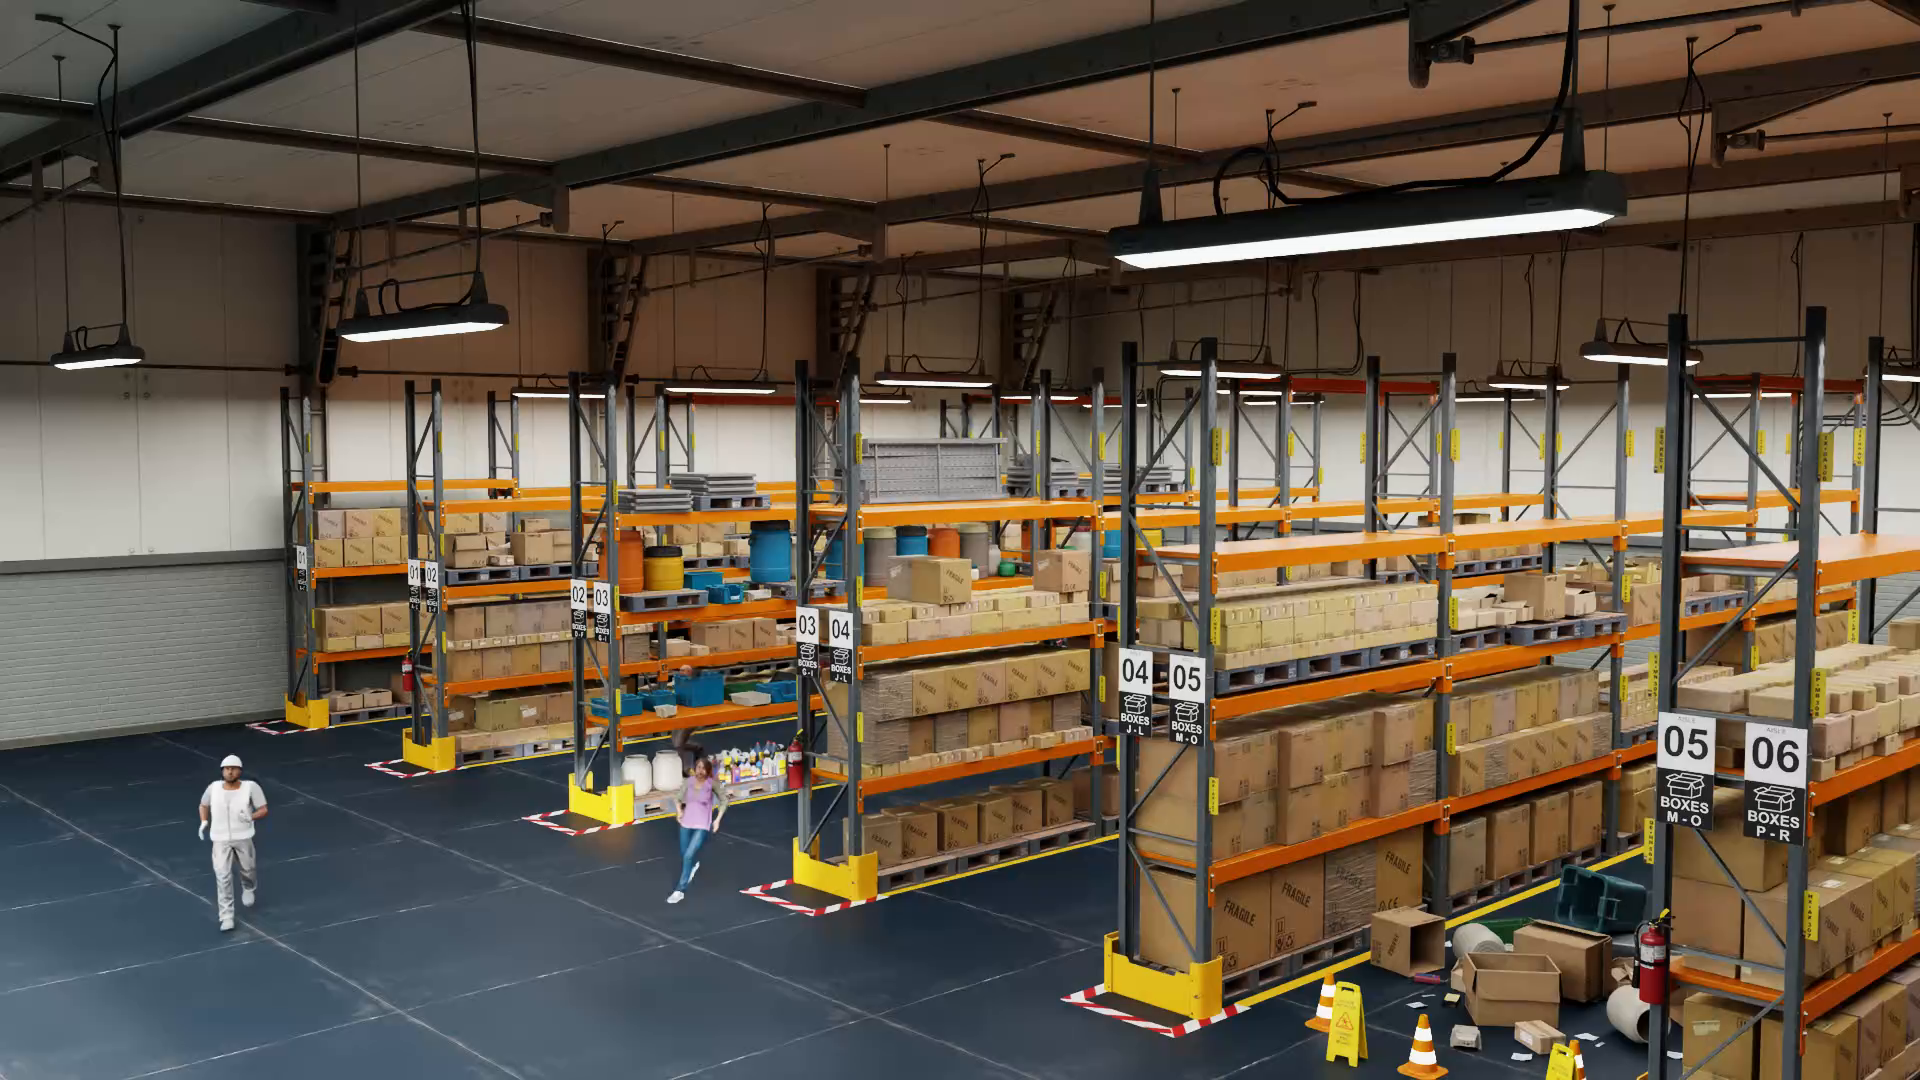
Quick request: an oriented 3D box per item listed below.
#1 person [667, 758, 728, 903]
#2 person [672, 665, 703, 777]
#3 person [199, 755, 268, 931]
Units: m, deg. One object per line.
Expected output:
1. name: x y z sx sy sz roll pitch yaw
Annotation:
1. person: -2.917 3.194 18.526 0.601 1.554 0.839 1 4 13
2. person: -4.118 2.725 25.155 0.666 1.690 0.717 3 5 41
3. person: -7.666 3.151 17.540 0.696 1.764 0.955 -1 4 -17
